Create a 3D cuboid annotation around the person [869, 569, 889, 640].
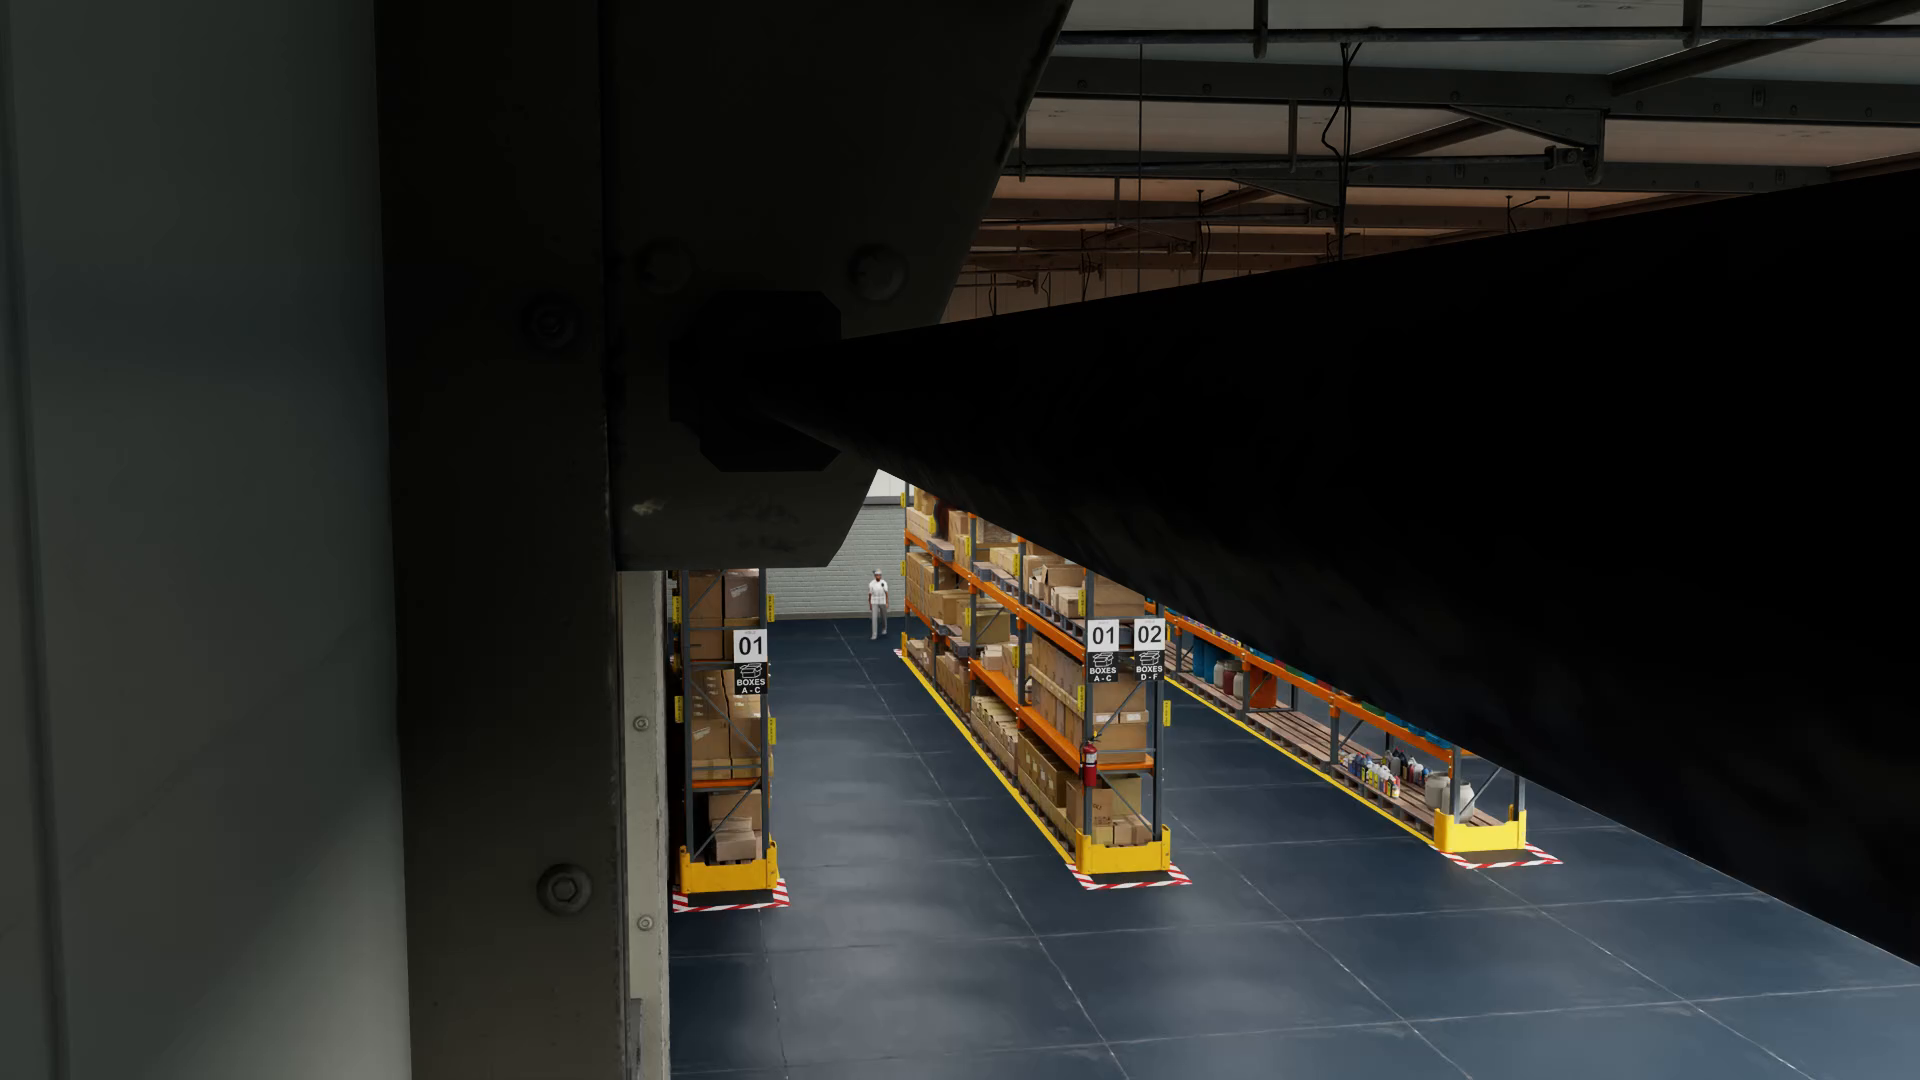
[{"bbox_3d":[-1.893,1.486,38.735,0.469,1.638,1.000,0,6,0],"label":"person"}]
